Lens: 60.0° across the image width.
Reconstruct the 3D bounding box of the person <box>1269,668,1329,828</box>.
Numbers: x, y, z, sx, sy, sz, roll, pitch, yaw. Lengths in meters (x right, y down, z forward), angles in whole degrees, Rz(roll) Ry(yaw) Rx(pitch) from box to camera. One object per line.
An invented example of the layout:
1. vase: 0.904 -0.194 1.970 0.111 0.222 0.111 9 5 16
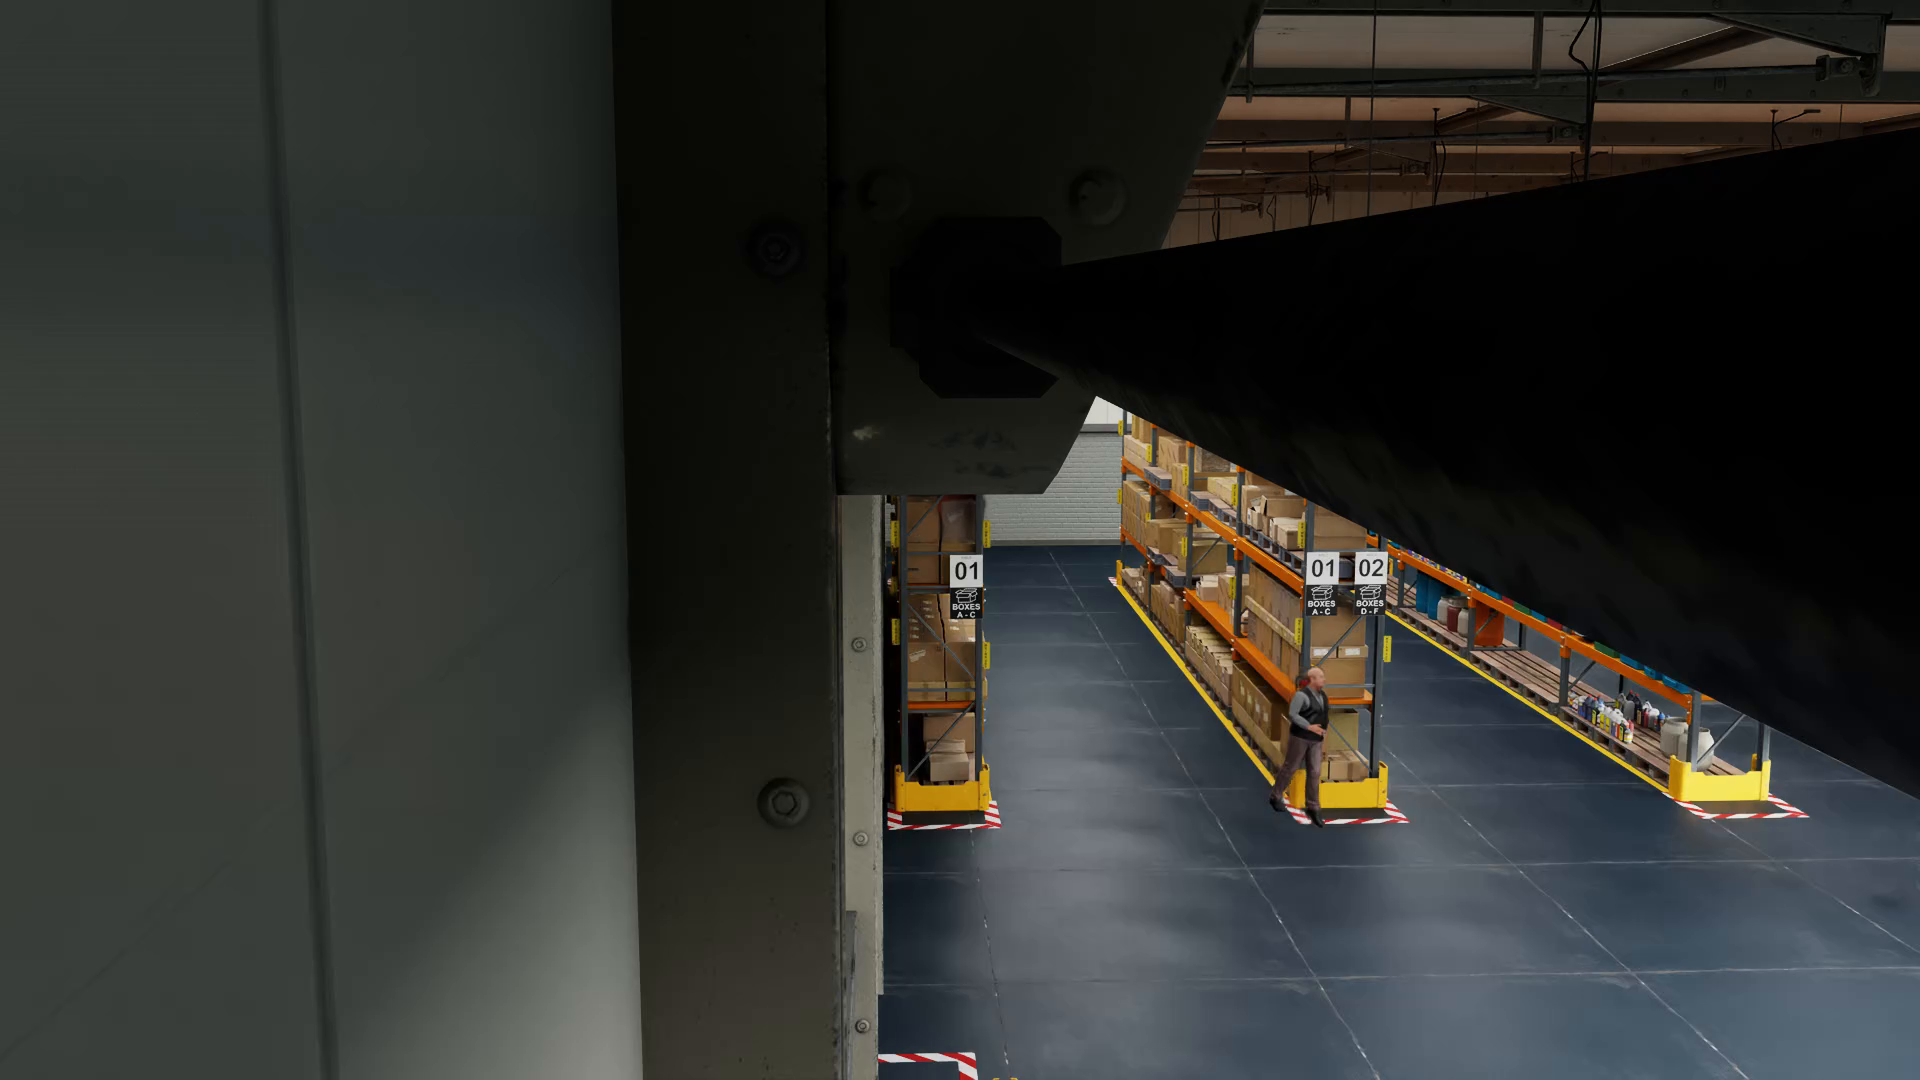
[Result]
1. person: 4.072 2.378 19.397 0.725 1.807 0.707 -6 11 -37
